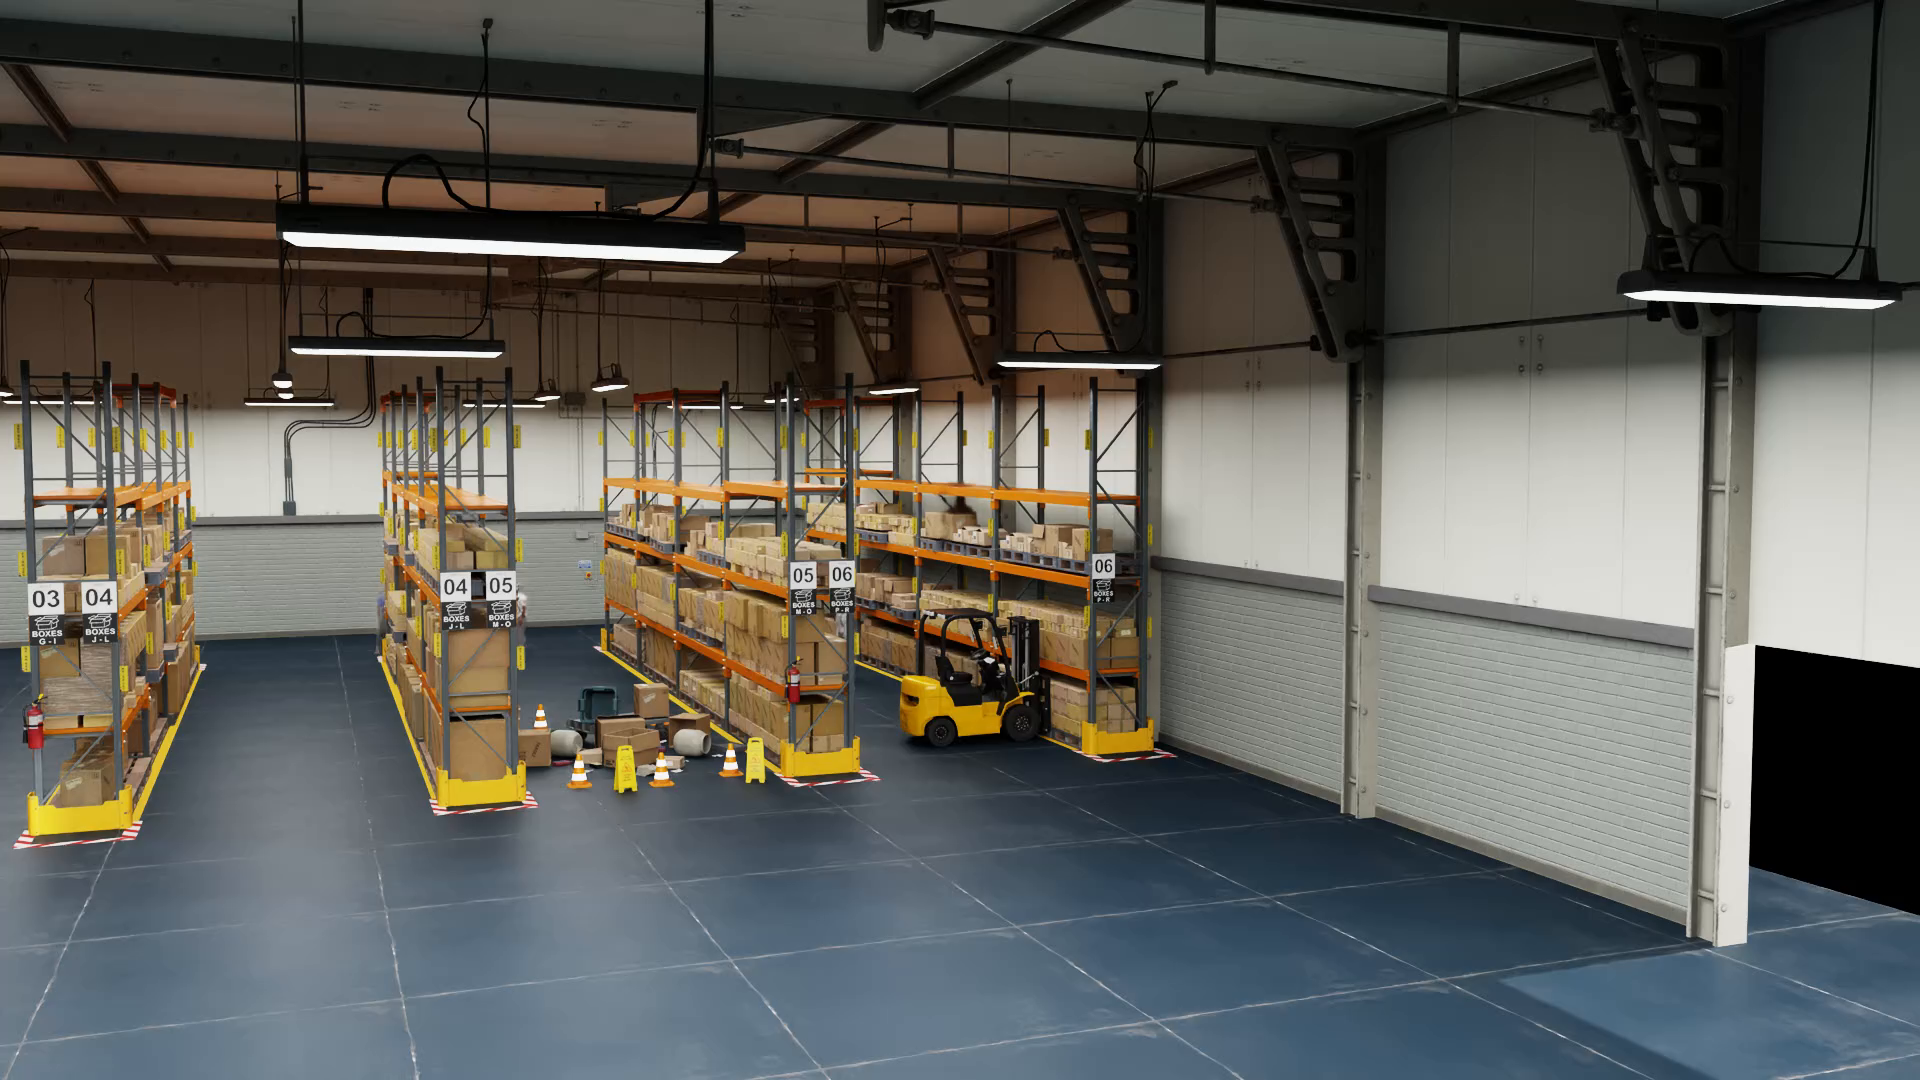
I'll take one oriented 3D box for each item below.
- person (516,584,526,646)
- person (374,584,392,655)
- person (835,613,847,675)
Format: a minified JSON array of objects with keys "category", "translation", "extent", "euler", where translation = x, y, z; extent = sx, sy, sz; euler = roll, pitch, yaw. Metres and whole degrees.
[{"category":"person","translation":[-10.308,1.844,38.610],"extent":[0.461,1.680,0.383],"euler":[1,4,19]},{"category":"person","translation":[-13.442,1.837,38.972],"extent":[0.572,1.669,0.363],"euler":[-1,4,-13]},{"category":"person","translation":[-2.453,1.985,34.849],"extent":[0.365,1.717,0.546],"euler":[-2,4,-34]}]
